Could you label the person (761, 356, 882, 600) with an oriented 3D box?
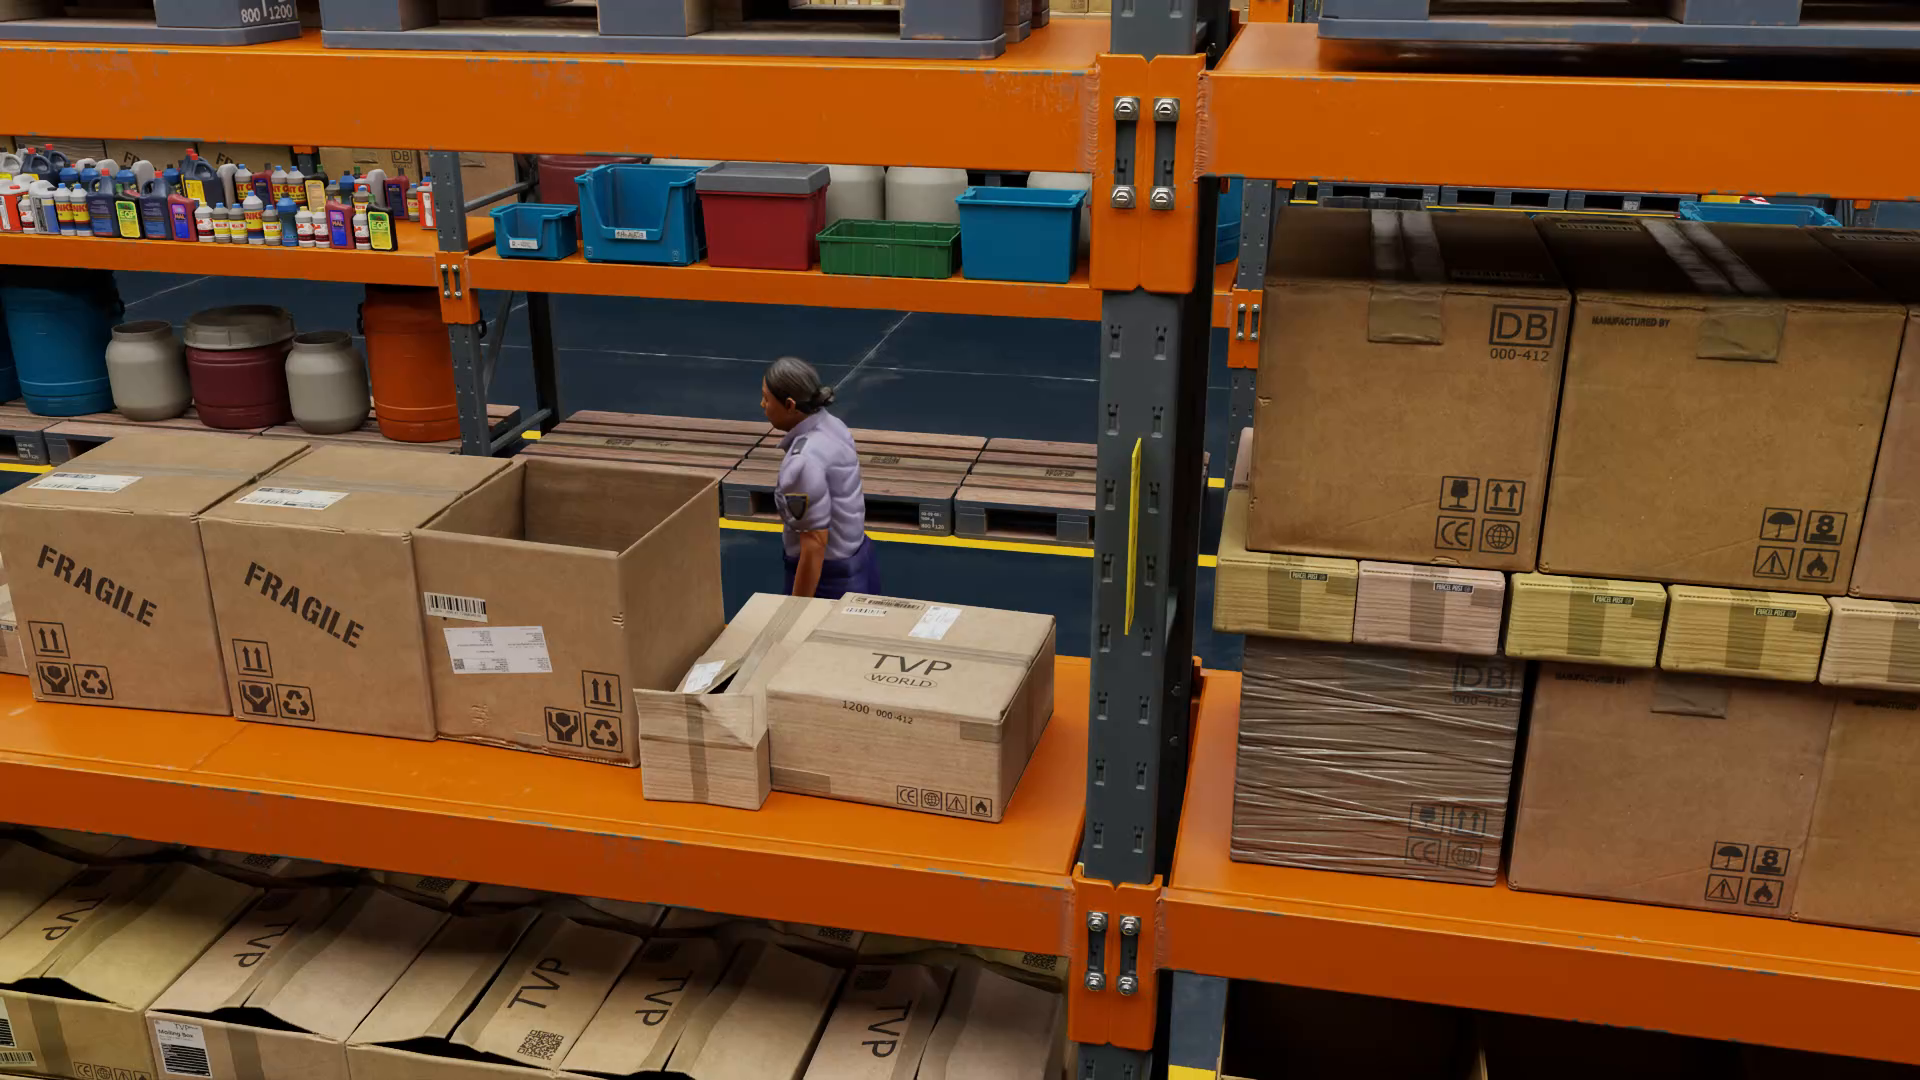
[{"bbox_3d":[-0.467,0.171,5.669,0.367,1.651,0.547,4,22,10],"label":"person"}]
